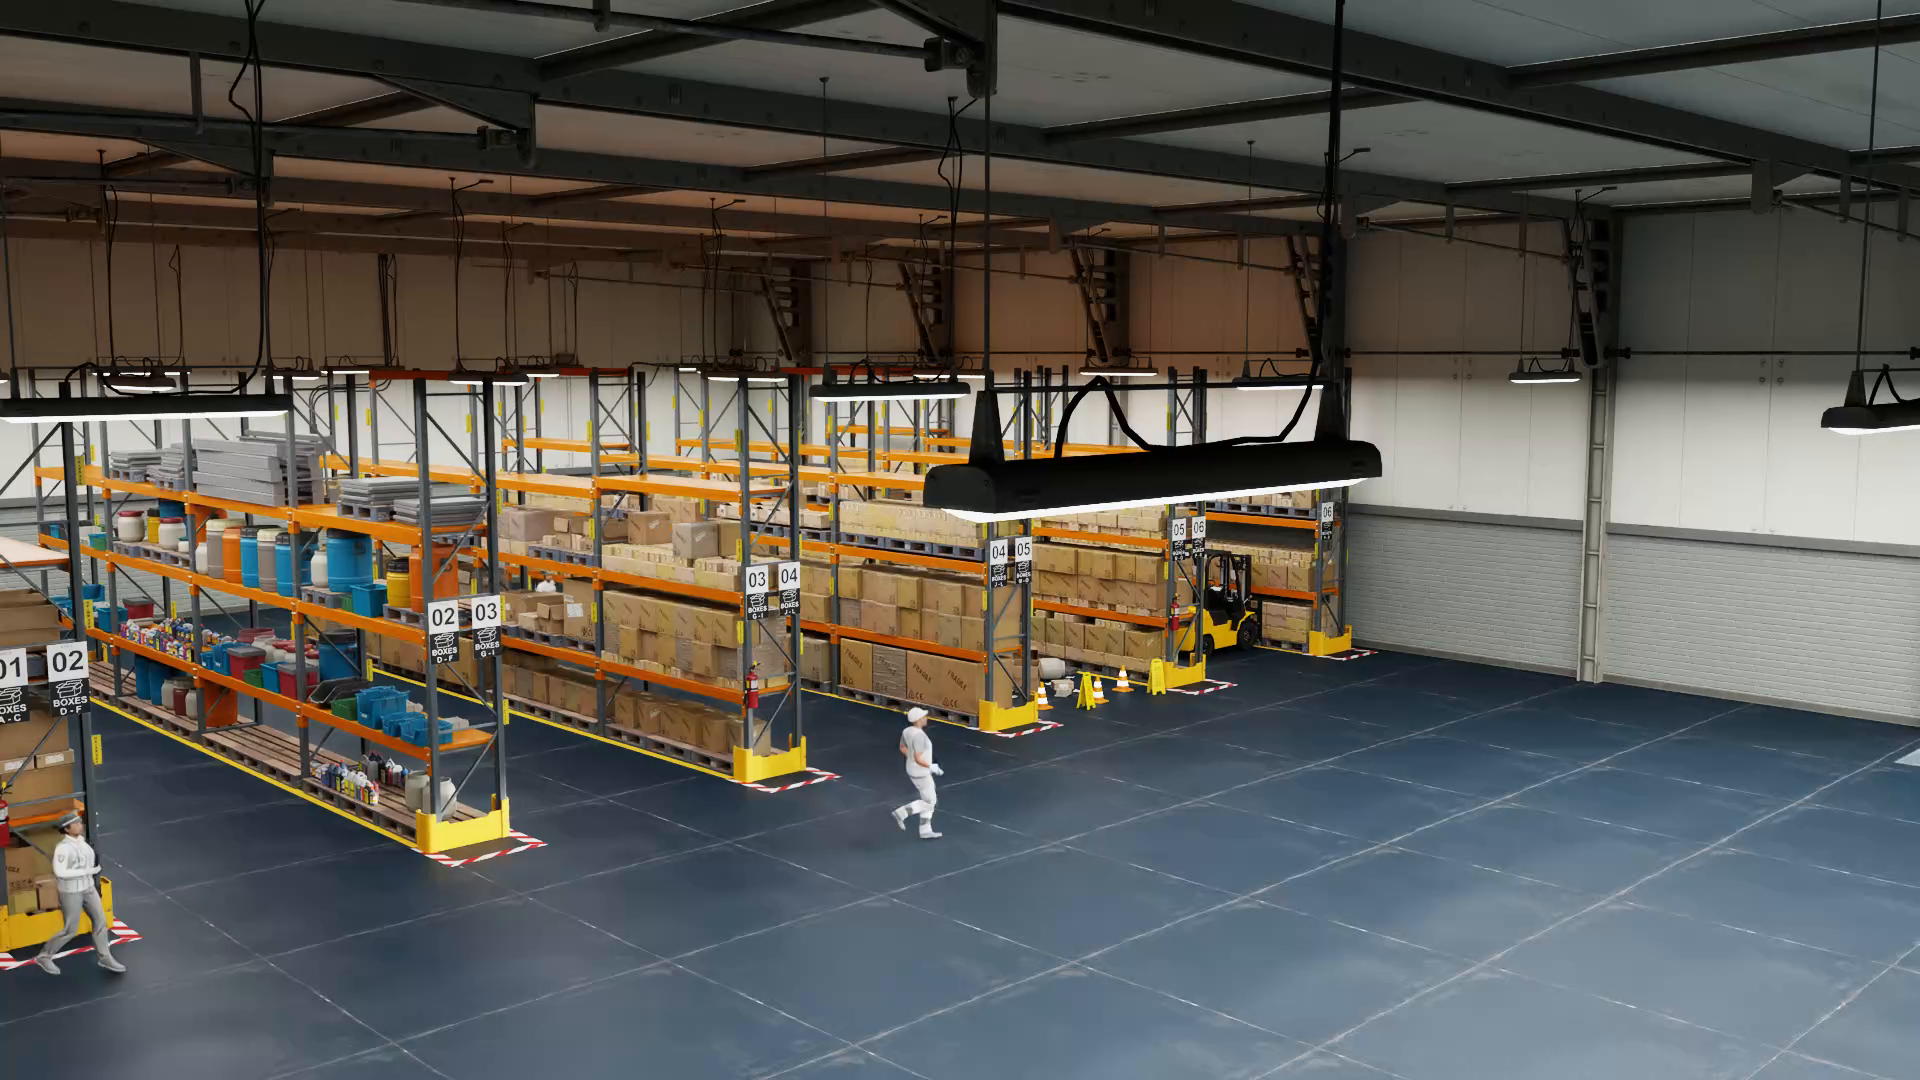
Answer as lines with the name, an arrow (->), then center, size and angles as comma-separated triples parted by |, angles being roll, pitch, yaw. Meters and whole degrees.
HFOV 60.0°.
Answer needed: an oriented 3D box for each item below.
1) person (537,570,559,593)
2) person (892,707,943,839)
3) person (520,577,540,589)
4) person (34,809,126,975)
person -> -8.841, 1.469, 35.644 | 0.853, 1.743, 0.629 | 6, 9, 43
person -> -0.578, 3.034, 21.609 | 0.704, 1.749, 0.656 | -2, 7, -18
person -> -10.566, 0.786, 41.224 | 0.676, 1.833, 0.906 | 6, 9, 41
person -> -8.961, 3.579, 16.848 | 0.824, 1.720, 0.593 | 0, 6, -1
